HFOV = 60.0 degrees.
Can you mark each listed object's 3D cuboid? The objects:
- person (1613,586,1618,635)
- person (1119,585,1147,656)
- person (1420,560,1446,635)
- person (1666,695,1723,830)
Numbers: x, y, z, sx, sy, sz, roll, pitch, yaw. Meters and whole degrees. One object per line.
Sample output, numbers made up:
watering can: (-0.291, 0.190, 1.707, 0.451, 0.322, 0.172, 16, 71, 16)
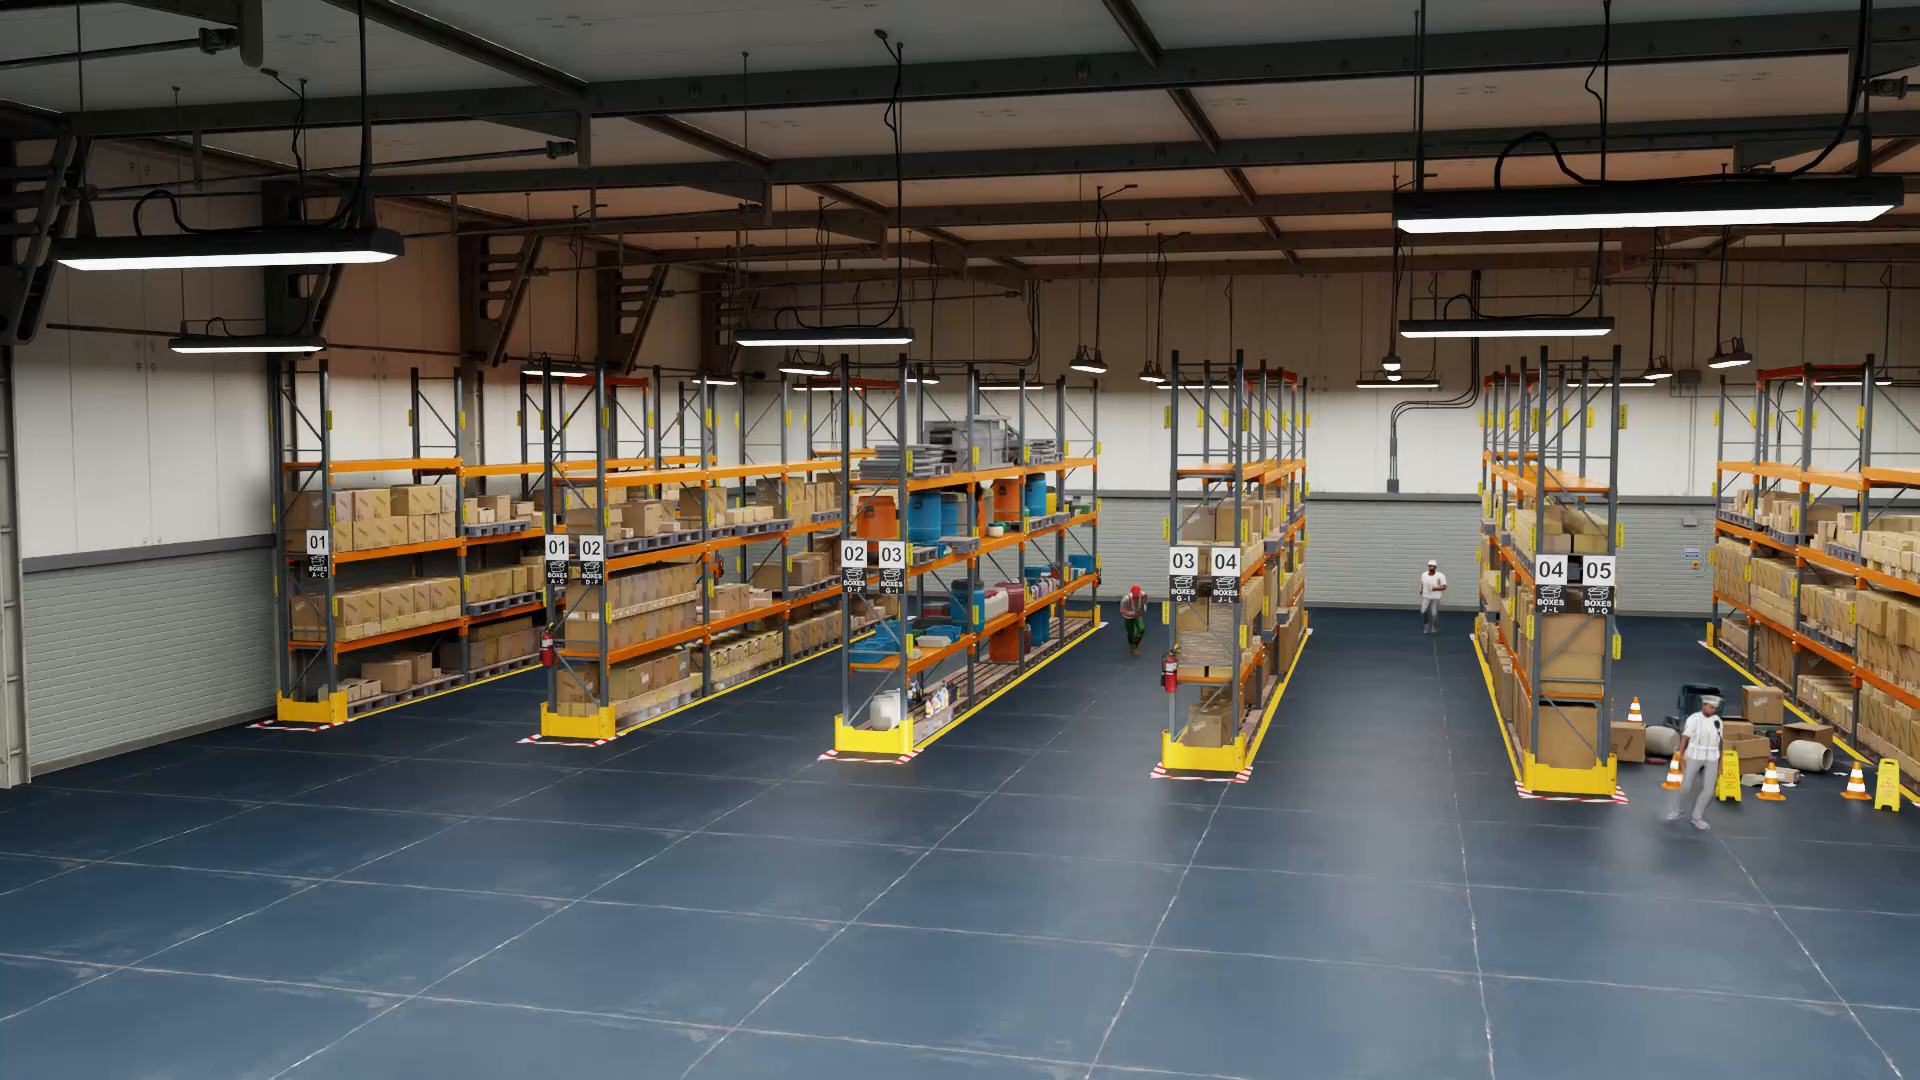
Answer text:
person: (14.125, 1.508, 36.400, 0.642, 1.711, 0.983, -1, 4, -10)
person: (3.700, 1.689, 35.642, 0.676, 1.549, 1.197, -1, 4, -8)
person: (10.965, 1.344, 38.645, 0.673, 1.752, 0.685, 3, 5, 35)
person: (9.065, 2.717, 20.482, 0.594, 1.662, 0.471, 0, 4, 2)
